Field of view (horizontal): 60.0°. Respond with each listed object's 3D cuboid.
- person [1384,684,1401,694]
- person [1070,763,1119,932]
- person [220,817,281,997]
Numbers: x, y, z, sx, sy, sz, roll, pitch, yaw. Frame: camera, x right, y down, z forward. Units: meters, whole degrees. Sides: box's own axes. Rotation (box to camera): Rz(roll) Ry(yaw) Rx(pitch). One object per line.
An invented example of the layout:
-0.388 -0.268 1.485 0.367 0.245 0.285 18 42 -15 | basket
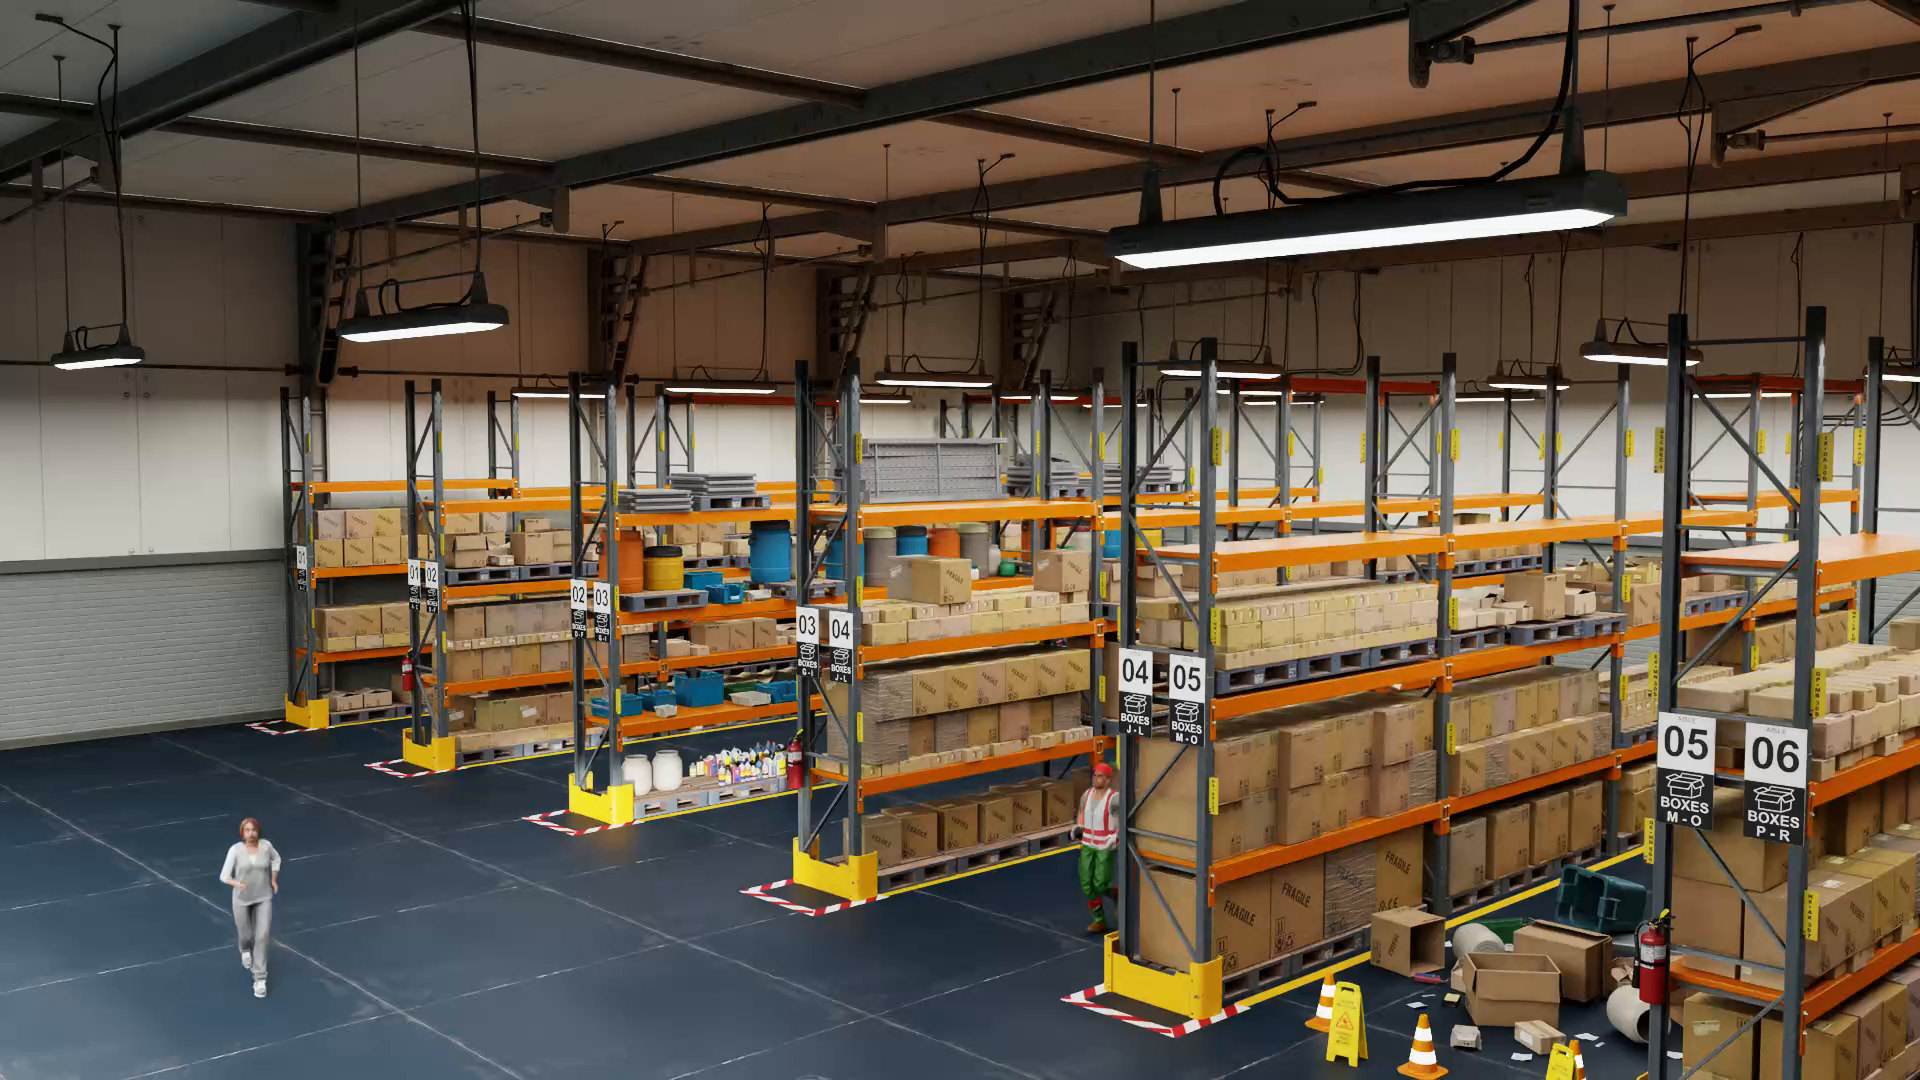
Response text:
5.987 2.815 23.241 0.652 1.728 0.569 3 4 35 | person
1.468 3.187 17.330 0.678 1.744 0.593 3 5 38 | person
-6.593 3.367 15.492 0.540 1.593 0.872 -2 4 -28 | person
